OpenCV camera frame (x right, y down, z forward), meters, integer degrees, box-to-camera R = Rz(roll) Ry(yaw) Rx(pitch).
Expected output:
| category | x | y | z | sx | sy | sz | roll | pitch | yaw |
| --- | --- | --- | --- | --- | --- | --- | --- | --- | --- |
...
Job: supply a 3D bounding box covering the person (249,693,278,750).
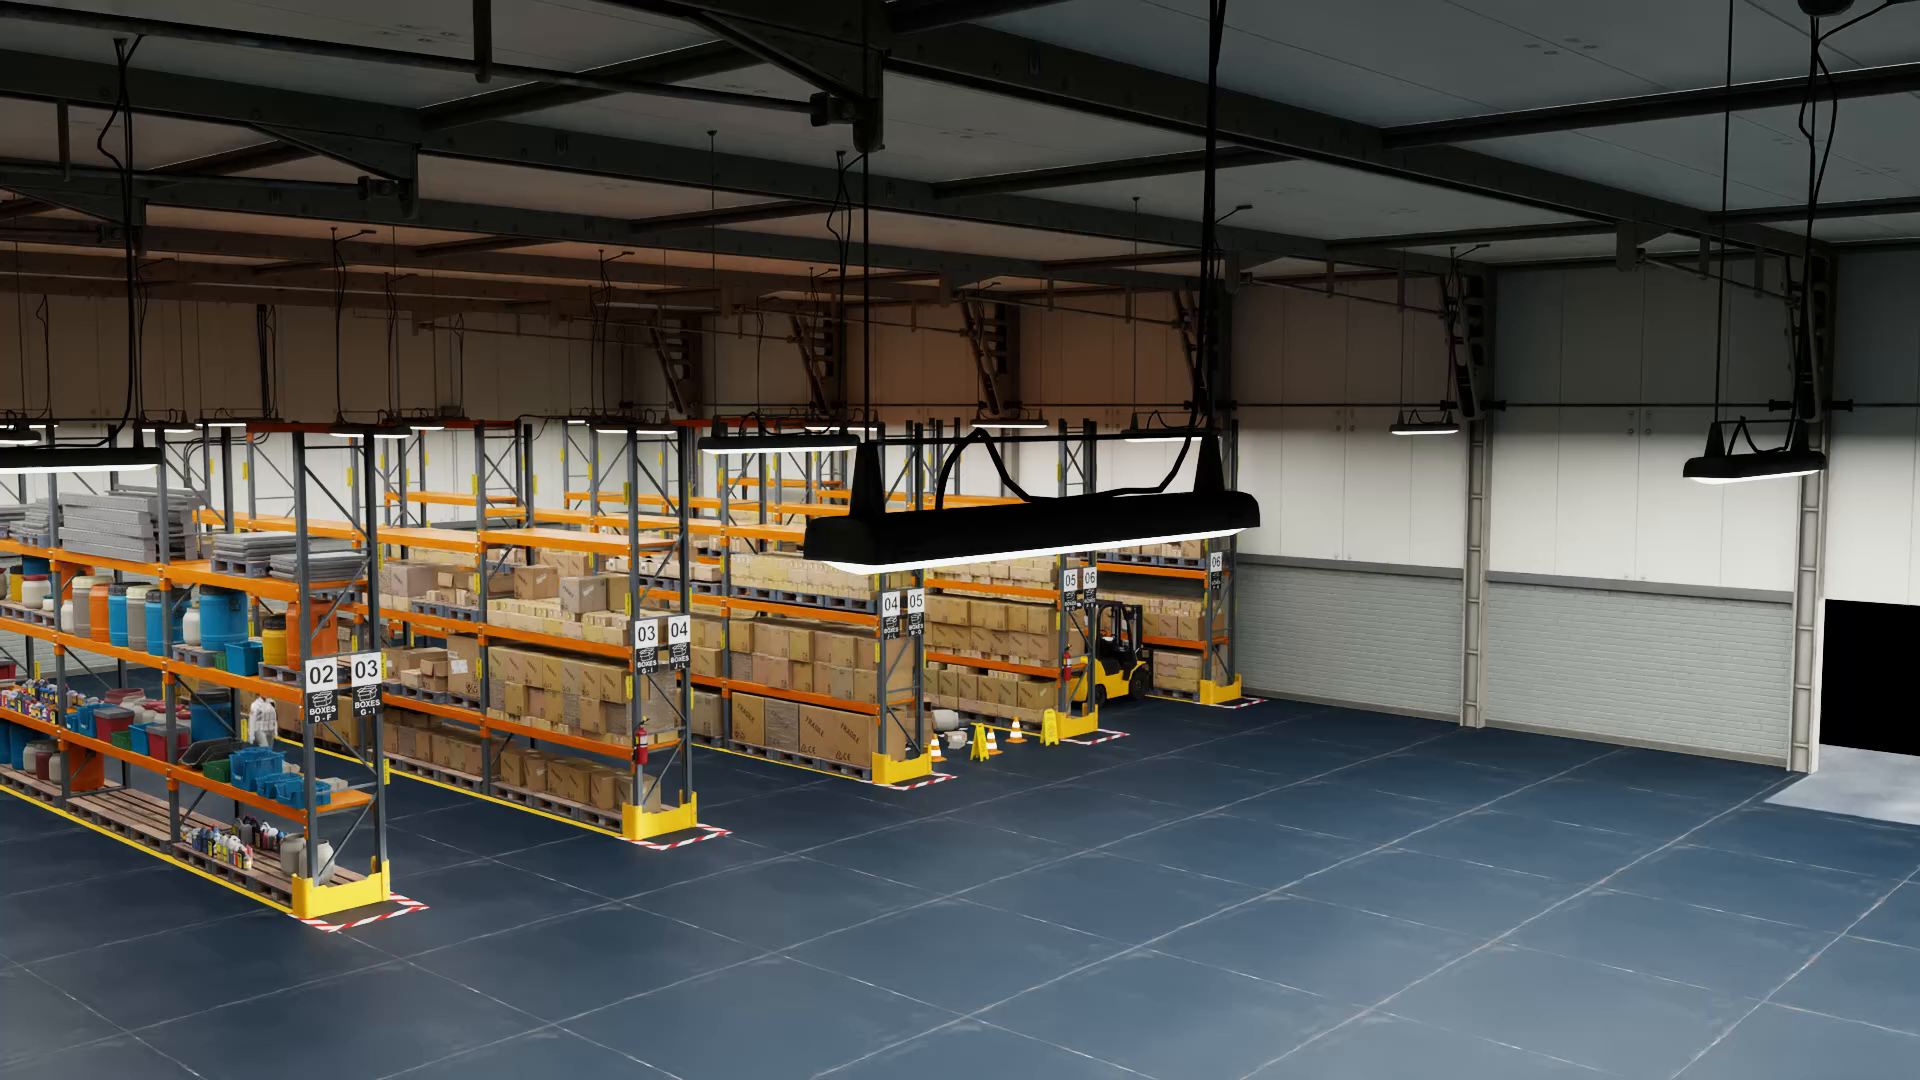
| category | x | y | z | sx | sy | sz | roll | pitch | yaw |
| --- | --- | --- | --- | --- | --- | --- | --- | --- | --- |
| person | -11.753 | 3.217 | 28.043 | 0.909 | 1.634 | 0.518 | 2 | 5 | 26 |
